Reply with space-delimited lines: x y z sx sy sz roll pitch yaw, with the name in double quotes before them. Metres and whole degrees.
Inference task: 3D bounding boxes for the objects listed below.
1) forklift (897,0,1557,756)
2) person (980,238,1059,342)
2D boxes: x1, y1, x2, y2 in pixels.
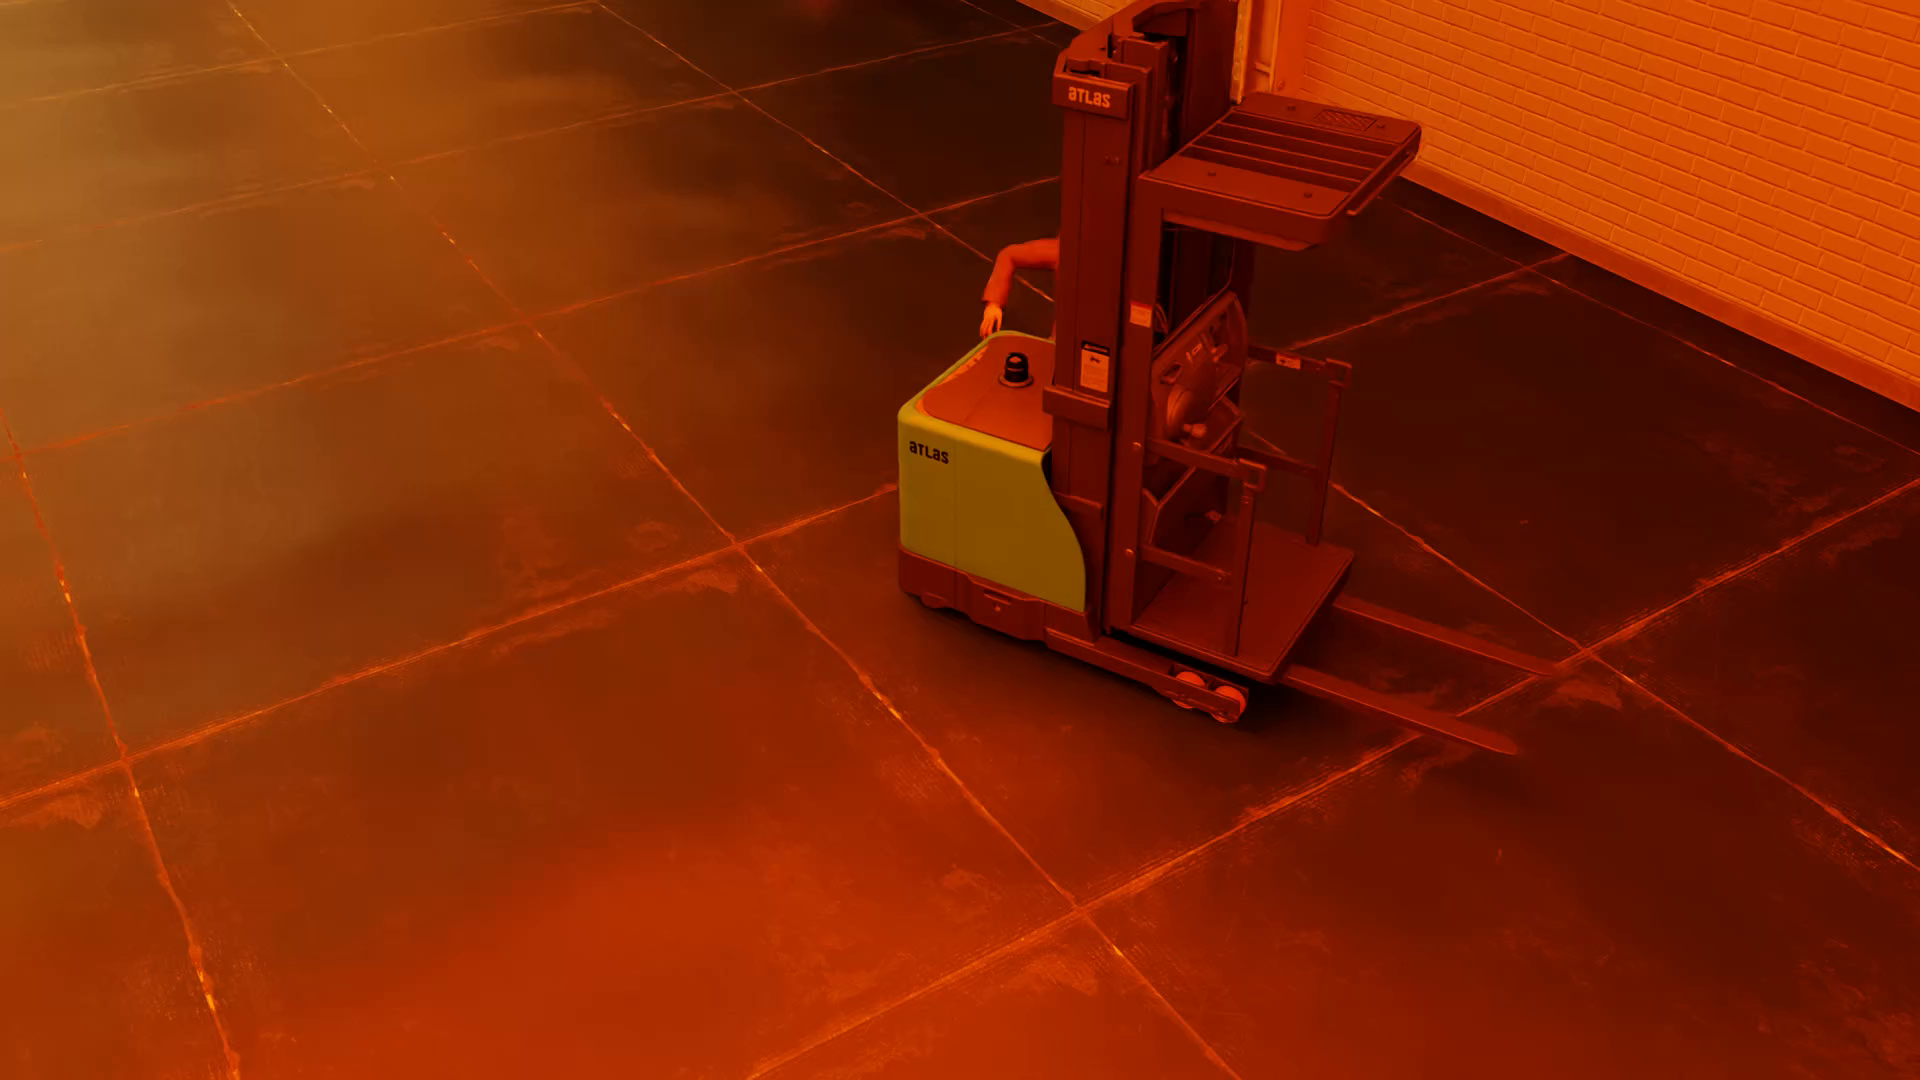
"forklift" 1.222 -0.722 7.176 3.031 2.935 1.130 19 39 25
"person" 0.611 -0.858 8.519 1.125 1.612 0.854 14 37 19
